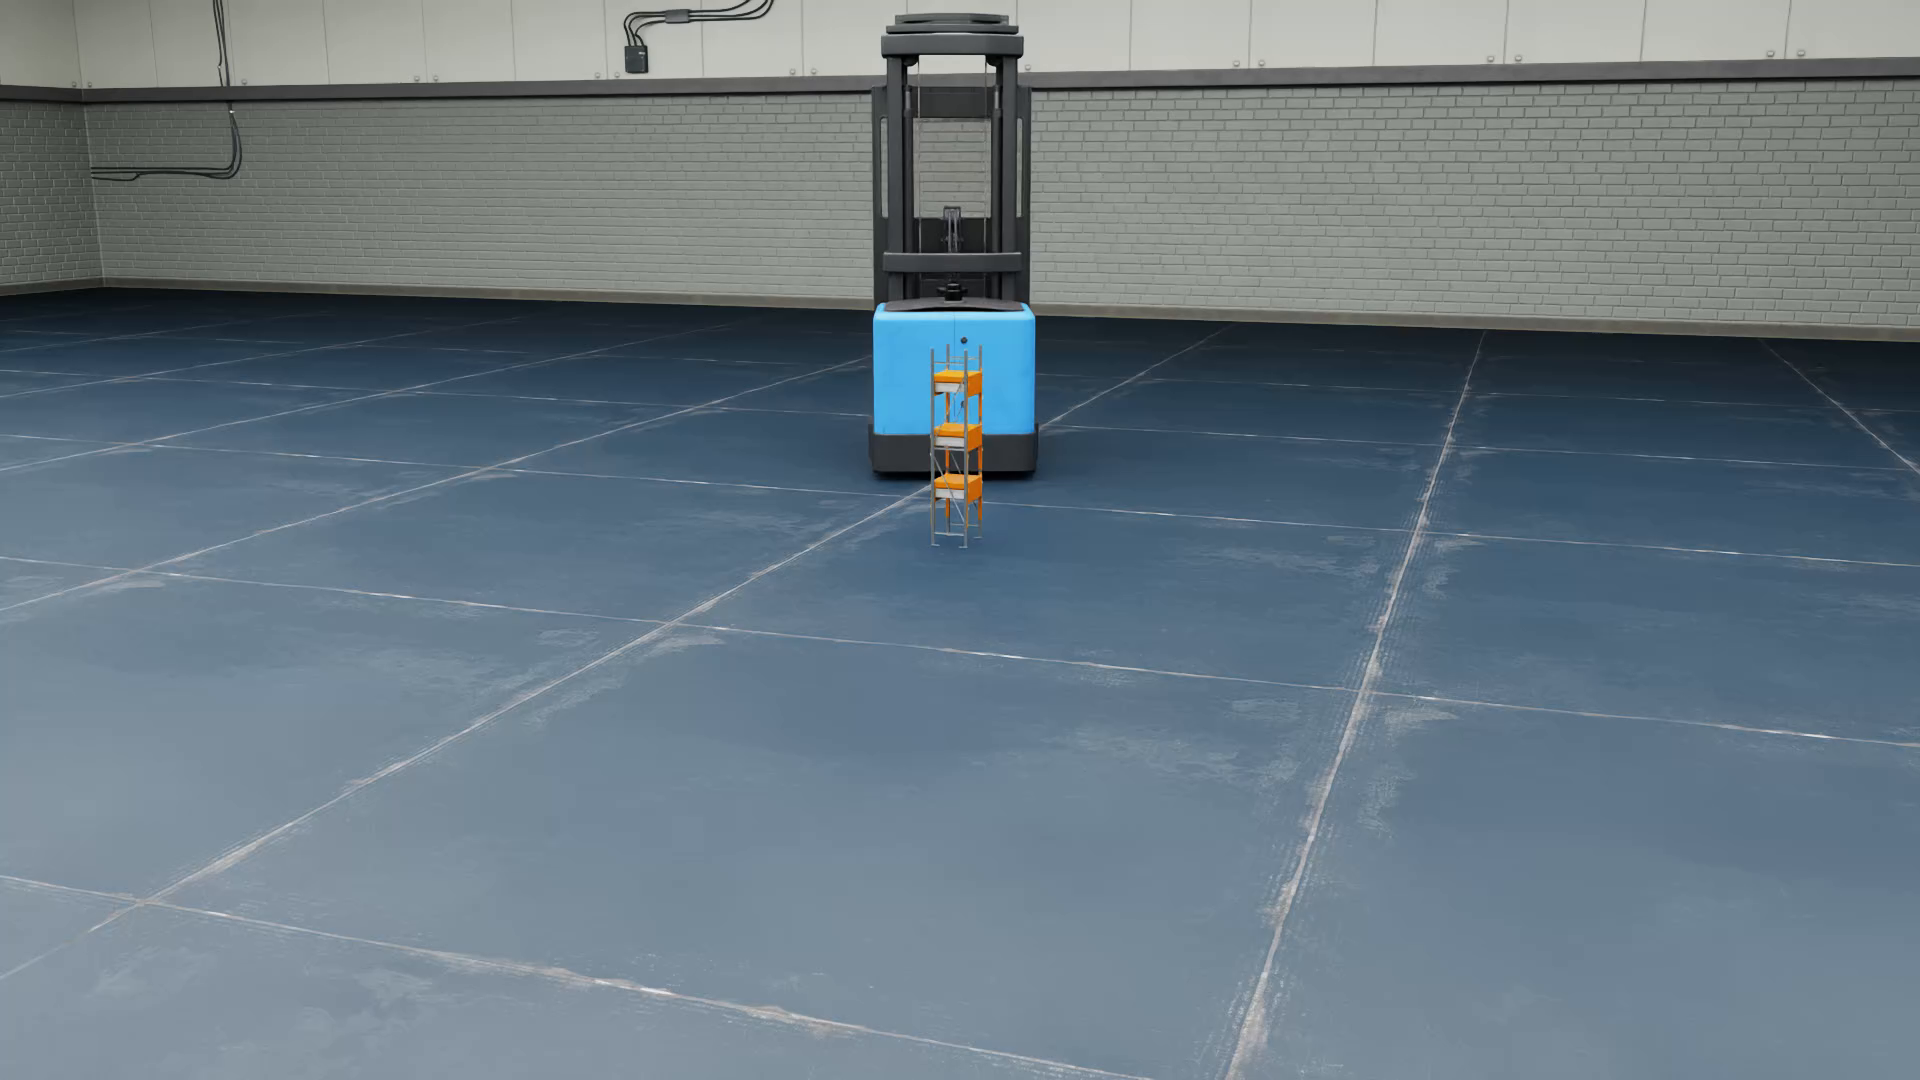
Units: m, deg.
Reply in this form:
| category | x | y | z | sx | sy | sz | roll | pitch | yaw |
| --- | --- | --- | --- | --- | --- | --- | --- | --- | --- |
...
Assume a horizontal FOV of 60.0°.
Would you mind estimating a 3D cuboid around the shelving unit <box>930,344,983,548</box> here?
| category | x | y | z | sx | sy | sz | roll | pitch | yaw |
| --- | --- | --- | --- | --- | --- | --- | --- | --- | --- |
| shelving unit | -0.017 | -0.501 | 8.822 | 0.215 | 1.050 | 0.252 | 4 | 14 | 18 |

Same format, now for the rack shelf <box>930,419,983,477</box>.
| category | x | y | z | sx | sy | sz | roll | pitch | yaw |
| --- | --- | --- | --- | --- | --- | --- | --- | --- | --- |
| rack shelf | -0.017 | -0.490 | 8.824 | 0.215 | 0.259 | 0.240 | 4 | 14 | 18 |

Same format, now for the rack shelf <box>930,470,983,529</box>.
| category | x | y | z | sx | sy | sz | roll | pitch | yaw |
| --- | --- | --- | --- | --- | --- | --- | --- | --- | --- |
| rack shelf | -0.017 | -0.219 | 8.886 | 0.215 | 0.259 | 0.240 | 4 | 14 | 18 |

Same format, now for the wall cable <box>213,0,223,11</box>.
| category | x | y | z | sx | sy | sz | roll | pitch | yaw |
| --- | --- | --- | --- | --- | --- | --- | --- | --- | --- |
| wall cable | -9.971 | -9.142 | 24.448 | 3.097 | 2.526 | 0.112 | 4 | 14 | 18 |

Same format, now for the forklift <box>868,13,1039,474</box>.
| category | x | y | z | sx | sy | sz | roll | pitch | yaw |
| --- | --- | --- | --- | --- | --- | --- | --- | --- | --- |
| forklift | -0.063 | -2.129 | 11.729 | 1.130 | 2.935 | 3.031 | 0 | 13 | -1 |

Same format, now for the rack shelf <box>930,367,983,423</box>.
| category | x | y | z | sx | sy | sz | roll | pitch | yaw |
| --- | --- | --- | --- | --- | --- | --- | --- | --- | --- |
| rack shelf | -0.017 | -0.767 | 8.761 | 0.215 | 0.259 | 0.240 | 4 | 14 | 18 |

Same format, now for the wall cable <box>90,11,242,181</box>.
| category | x | y | z | sx | sy | sz | roll | pitch | yaw |
| --- | --- | --- | --- | --- | --- | --- | --- | --- | --- |
| wall cable | -12.531 | -6.875 | 25.864 | 3.097 | 2.526 | 0.112 | 4 | 14 | 18 |

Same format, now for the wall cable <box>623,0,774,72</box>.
| category | x | y | z | sx | sy | sz | roll | pitch | yaw |
| --- | --- | --- | --- | --- | --- | --- | --- | --- | --- |
| wall cable | -3.553 | -9.360 | 22.131 | 2.305 | 6.003 | 0.169 | 4 | 14 | 18 |

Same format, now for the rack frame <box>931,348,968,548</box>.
| category | x | y | z | sx | sy | sz | roll | pitch | yaw |
| --- | --- | --- | --- | --- | --- | --- | --- | --- | --- |
| rack frame | -0.057 | -0.475 | 8.709 | 0.200 | 1.050 | 0.008 | 4 | 14 | 18 |

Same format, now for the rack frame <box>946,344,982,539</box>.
| category | x | y | z | sx | sy | sz | roll | pitch | yaw |
| --- | --- | --- | --- | --- | --- | --- | --- | --- | --- |
| rack frame | 0.022 | -0.526 | 8.934 | 0.200 | 1.050 | 0.008 | 4 | 14 | 18 |
